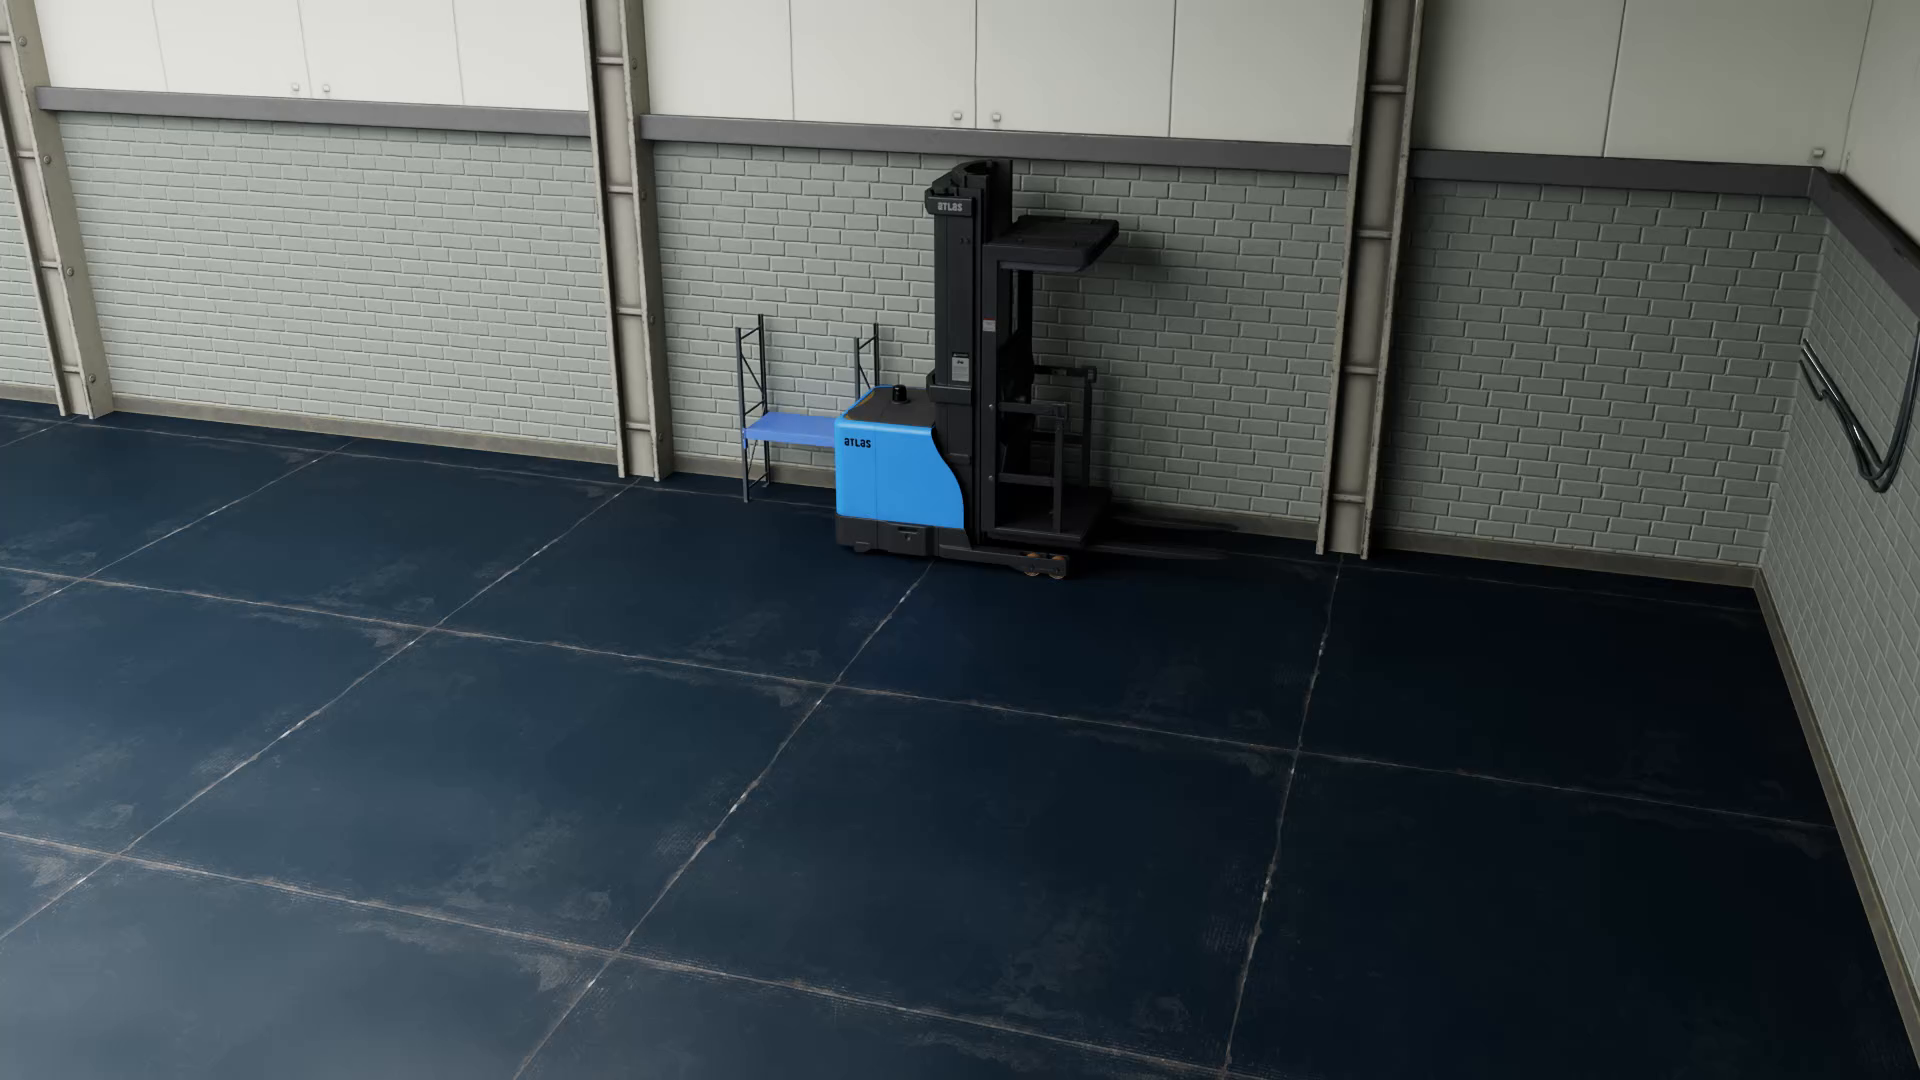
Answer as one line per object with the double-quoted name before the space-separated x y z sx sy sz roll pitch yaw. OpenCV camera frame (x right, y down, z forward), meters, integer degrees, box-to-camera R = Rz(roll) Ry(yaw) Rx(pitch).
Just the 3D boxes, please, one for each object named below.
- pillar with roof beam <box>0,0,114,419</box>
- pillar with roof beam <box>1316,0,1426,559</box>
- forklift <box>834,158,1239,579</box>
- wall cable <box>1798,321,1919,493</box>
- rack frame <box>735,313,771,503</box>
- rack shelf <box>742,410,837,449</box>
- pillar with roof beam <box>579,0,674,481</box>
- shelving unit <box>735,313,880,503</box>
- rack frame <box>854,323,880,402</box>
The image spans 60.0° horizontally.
"pillar with roof beam" -9.734 -3.842 10.684 0.400 9.000 9.100 7 23 16
"pillar with roof beam" 1.754 -2.527 7.477 0.400 9.000 9.100 7 23 16
"forklift" 0.605 -1.289 12.456 3.031 2.935 1.130 6 23 15
"wall cable" 5.436 -1.851 9.921 0.112 2.526 3.097 7 23 16
"rack frame" -1.722 -1.098 13.875 0.032 1.500 0.500 7 23 16
"rack shelf" -1.236 -0.875 13.805 1.000 0.185 0.538 7 23 16
"pillar with roof beam" -3.990 -3.184 9.081 0.400 9.000 9.100 7 23 16
"shelving unit" -1.236 -1.041 13.737 1.048 1.500 0.538 7 23 16
"rack frame" -0.751 -0.984 13.599 0.032 1.500 0.500 7 23 16
